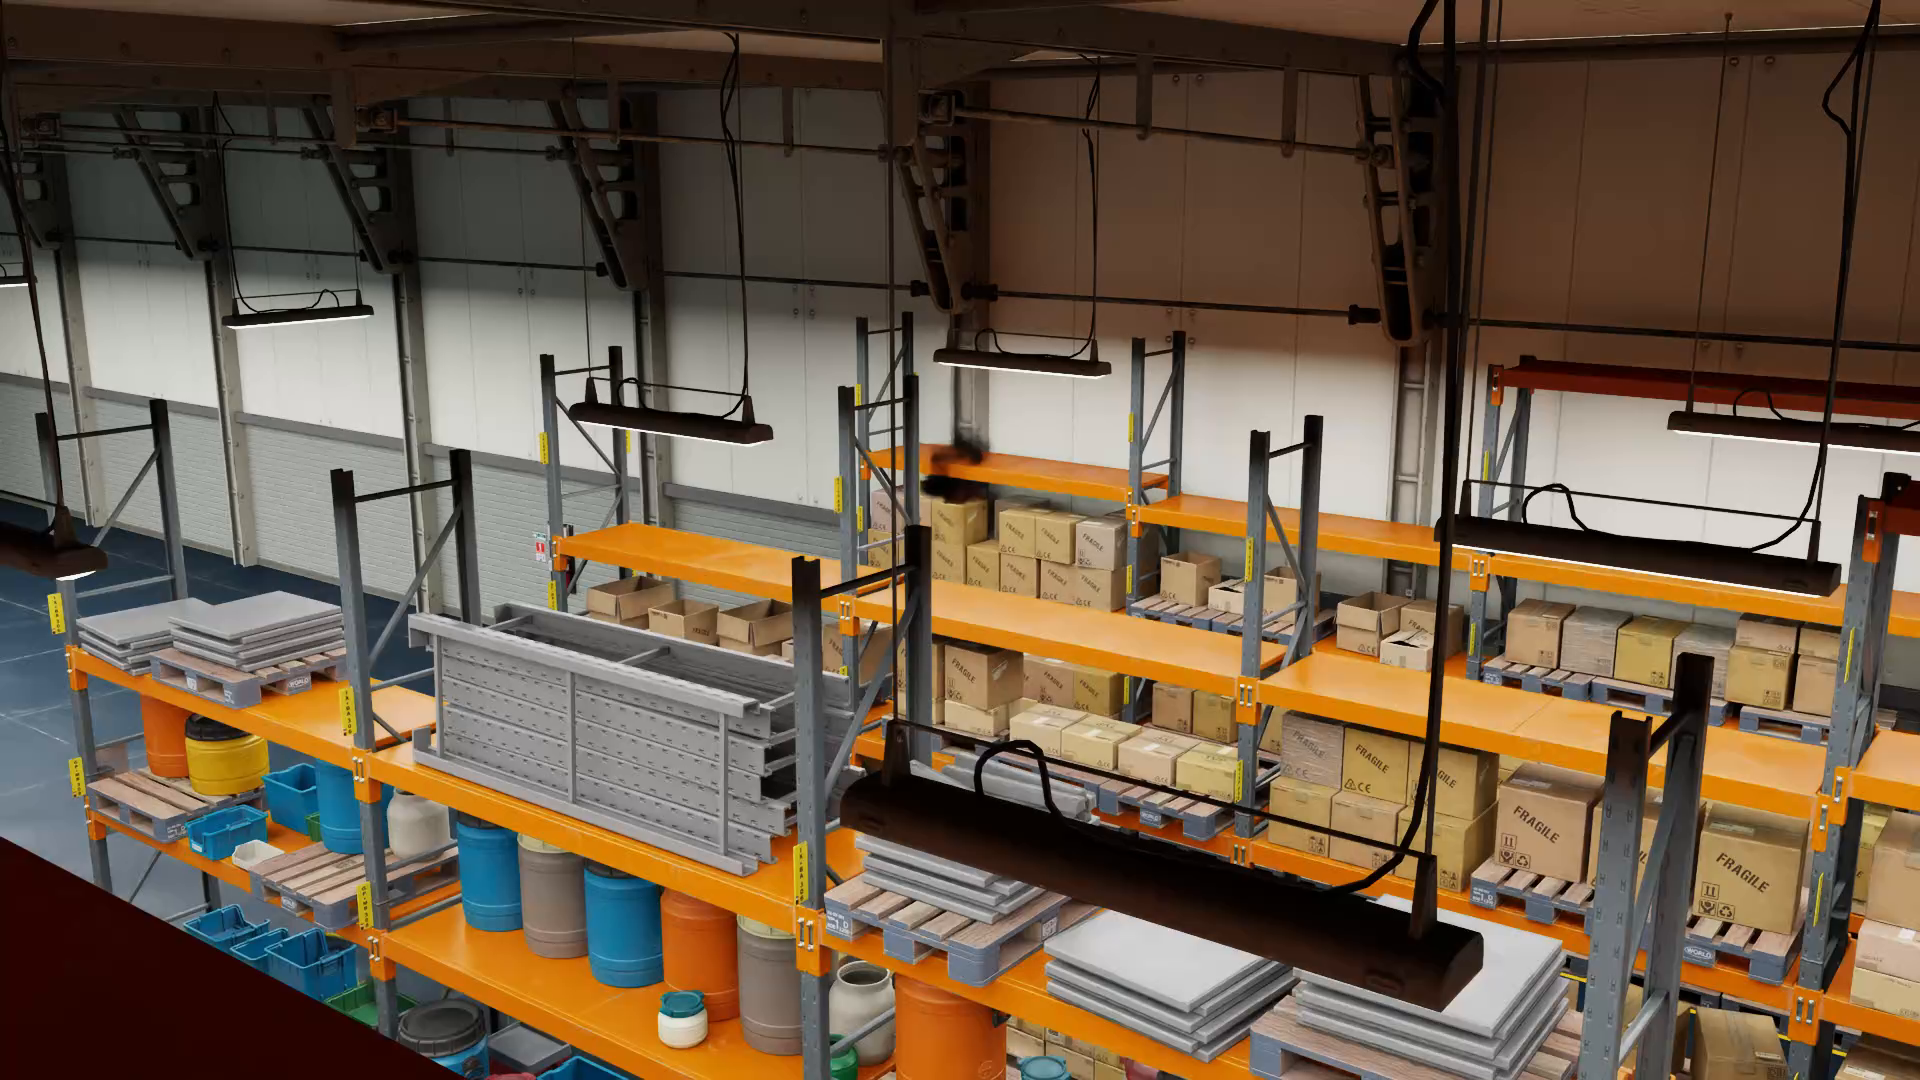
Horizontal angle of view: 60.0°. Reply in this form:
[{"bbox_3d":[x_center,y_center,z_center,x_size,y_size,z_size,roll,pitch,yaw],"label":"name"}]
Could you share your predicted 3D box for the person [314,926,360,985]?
[{"bbox_3d":[-5.906,3.638,15.735,0.526,1.720,0.767,3,13,15],"label":"person"}]
